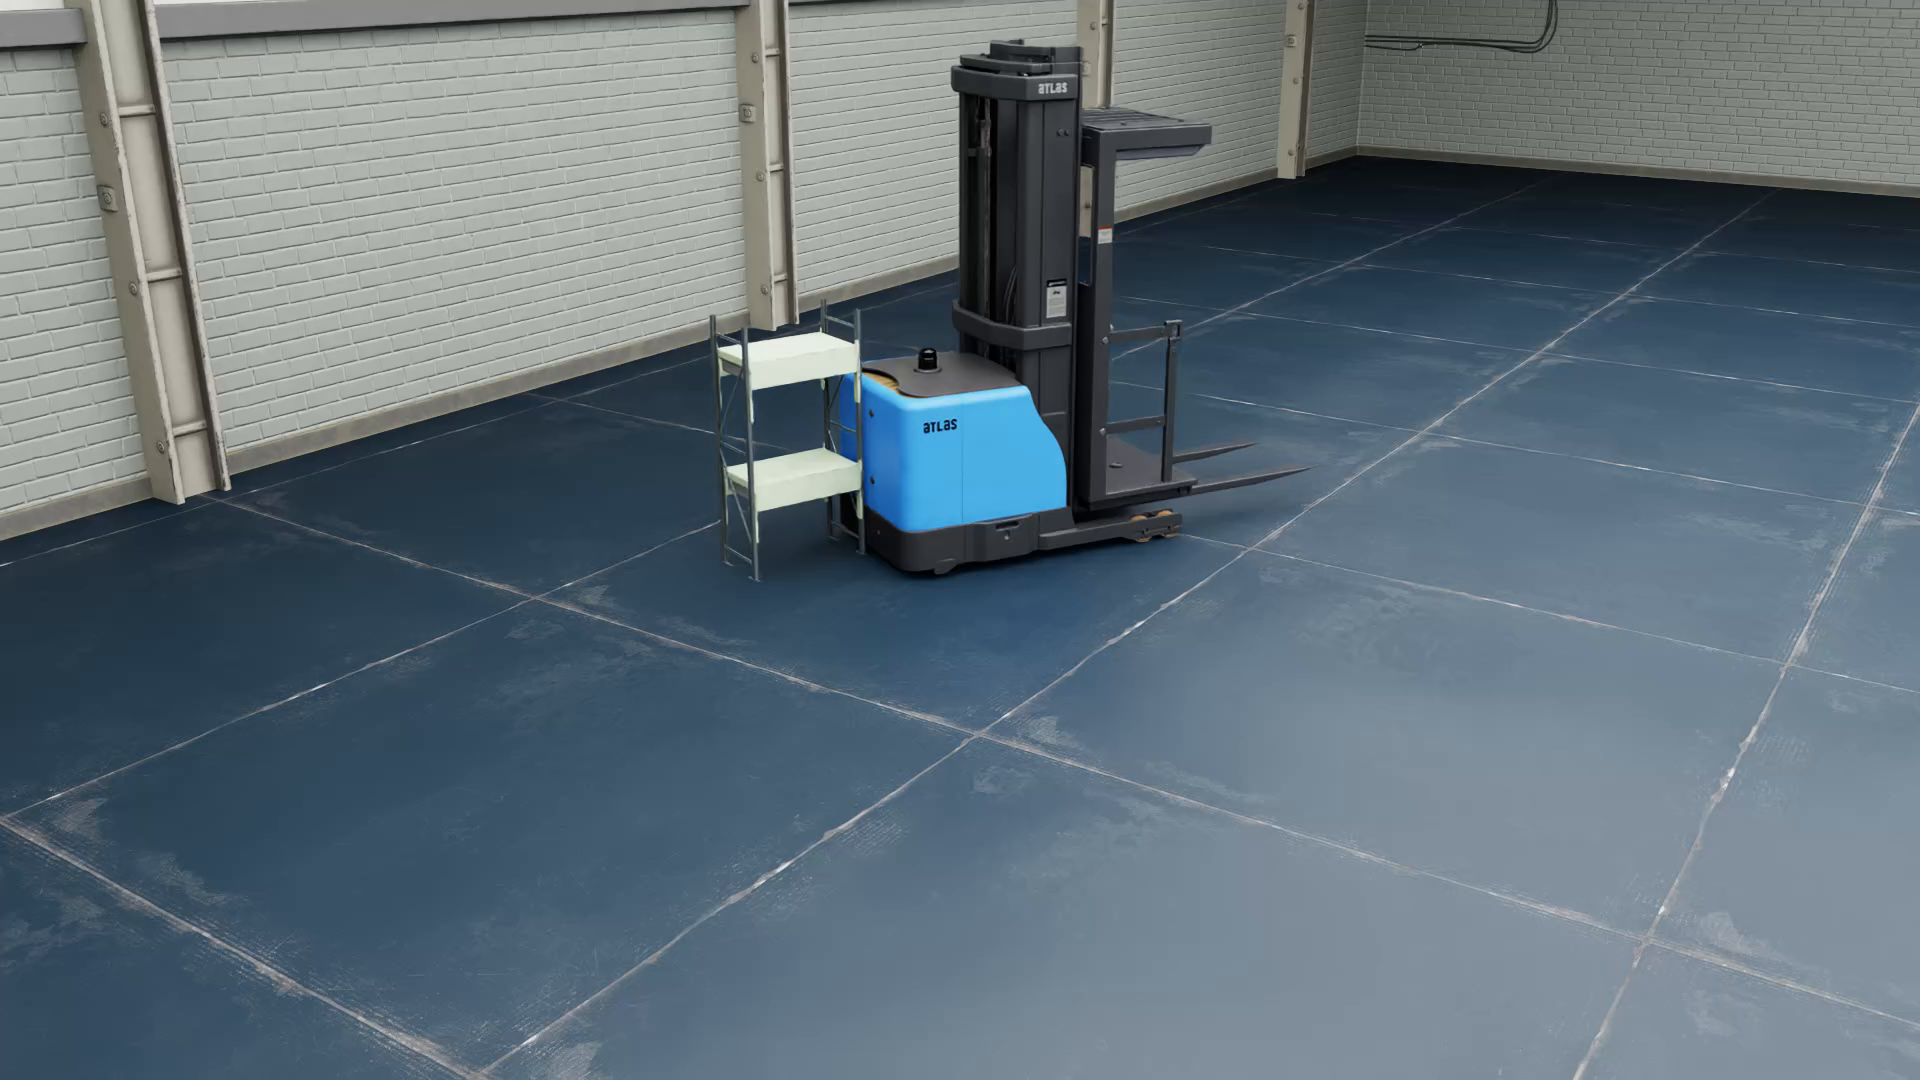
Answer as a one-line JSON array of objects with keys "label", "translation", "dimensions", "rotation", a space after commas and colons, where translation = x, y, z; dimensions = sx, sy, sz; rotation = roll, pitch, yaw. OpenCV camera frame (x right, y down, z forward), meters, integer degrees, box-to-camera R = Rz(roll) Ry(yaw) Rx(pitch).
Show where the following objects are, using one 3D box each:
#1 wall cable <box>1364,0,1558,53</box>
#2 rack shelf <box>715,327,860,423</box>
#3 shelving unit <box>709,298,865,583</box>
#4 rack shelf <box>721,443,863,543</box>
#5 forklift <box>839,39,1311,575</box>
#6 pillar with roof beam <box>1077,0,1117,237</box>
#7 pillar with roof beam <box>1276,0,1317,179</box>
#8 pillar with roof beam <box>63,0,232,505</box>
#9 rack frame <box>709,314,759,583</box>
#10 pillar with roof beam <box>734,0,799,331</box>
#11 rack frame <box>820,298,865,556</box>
[{"label": "wall cable", "translation": [7.729, -8.834, 25.652], "dimensions": [3.097, 2.526, 0.112], "rotation": [13, 24, 32]}, {"label": "rack shelf", "translation": [-0.992, -0.956, 9.563], "dimensions": [0.720, 0.370, 0.431], "rotation": [-14, 25, -33]}, {"label": "shelving unit", "translation": [-0.992, -0.590, 9.698], "dimensions": [0.755, 1.500, 0.431], "rotation": [-14, 25, -33]}, {"label": "rack shelf", "translation": [-0.992, -0.284, 9.811], "dimensions": [0.720, 0.370, 0.431], "rotation": [-14, 25, -33]}, {"label": "forklift", "translation": [0.807, -1.511, 10.124], "dimensions": [3.031, 2.935, 1.130], "rotation": [-10, 22, -25]}, {"label": "pillar with roof beam", "translation": [5.166, -7.142, 16.602], "dimensions": [9.100, 9.000, 0.400], "rotation": [13, 24, 32]}, {"label": "pillar with roof beam", "translation": [8.539, -8.863, 21.256], "dimensions": [9.100, 9.000, 0.400], "rotation": [13, 24, 32]}, {"label": "pillar with roof beam", "translation": [-1.579, -3.699, 7.294], "dimensions": [9.100, 9.000, 0.400], "rotation": [13, 24, 32]}, {"label": "rack frame", "translation": [-1.289, -0.515, 9.497], "dimensions": [0.023, 1.500, 0.400], "rotation": [-14, 25, -33]}, {"label": "pillar with roof beam", "translation": [1.794, -5.420, 11.948], "dimensions": [9.100, 9.000, 0.400], "rotation": [13, 24, 32]}, {"label": "rack frame", "translation": [-0.696, -0.664, 9.899], "dimensions": [0.023, 1.500, 0.400], "rotation": [-14, 25, -33]}]
